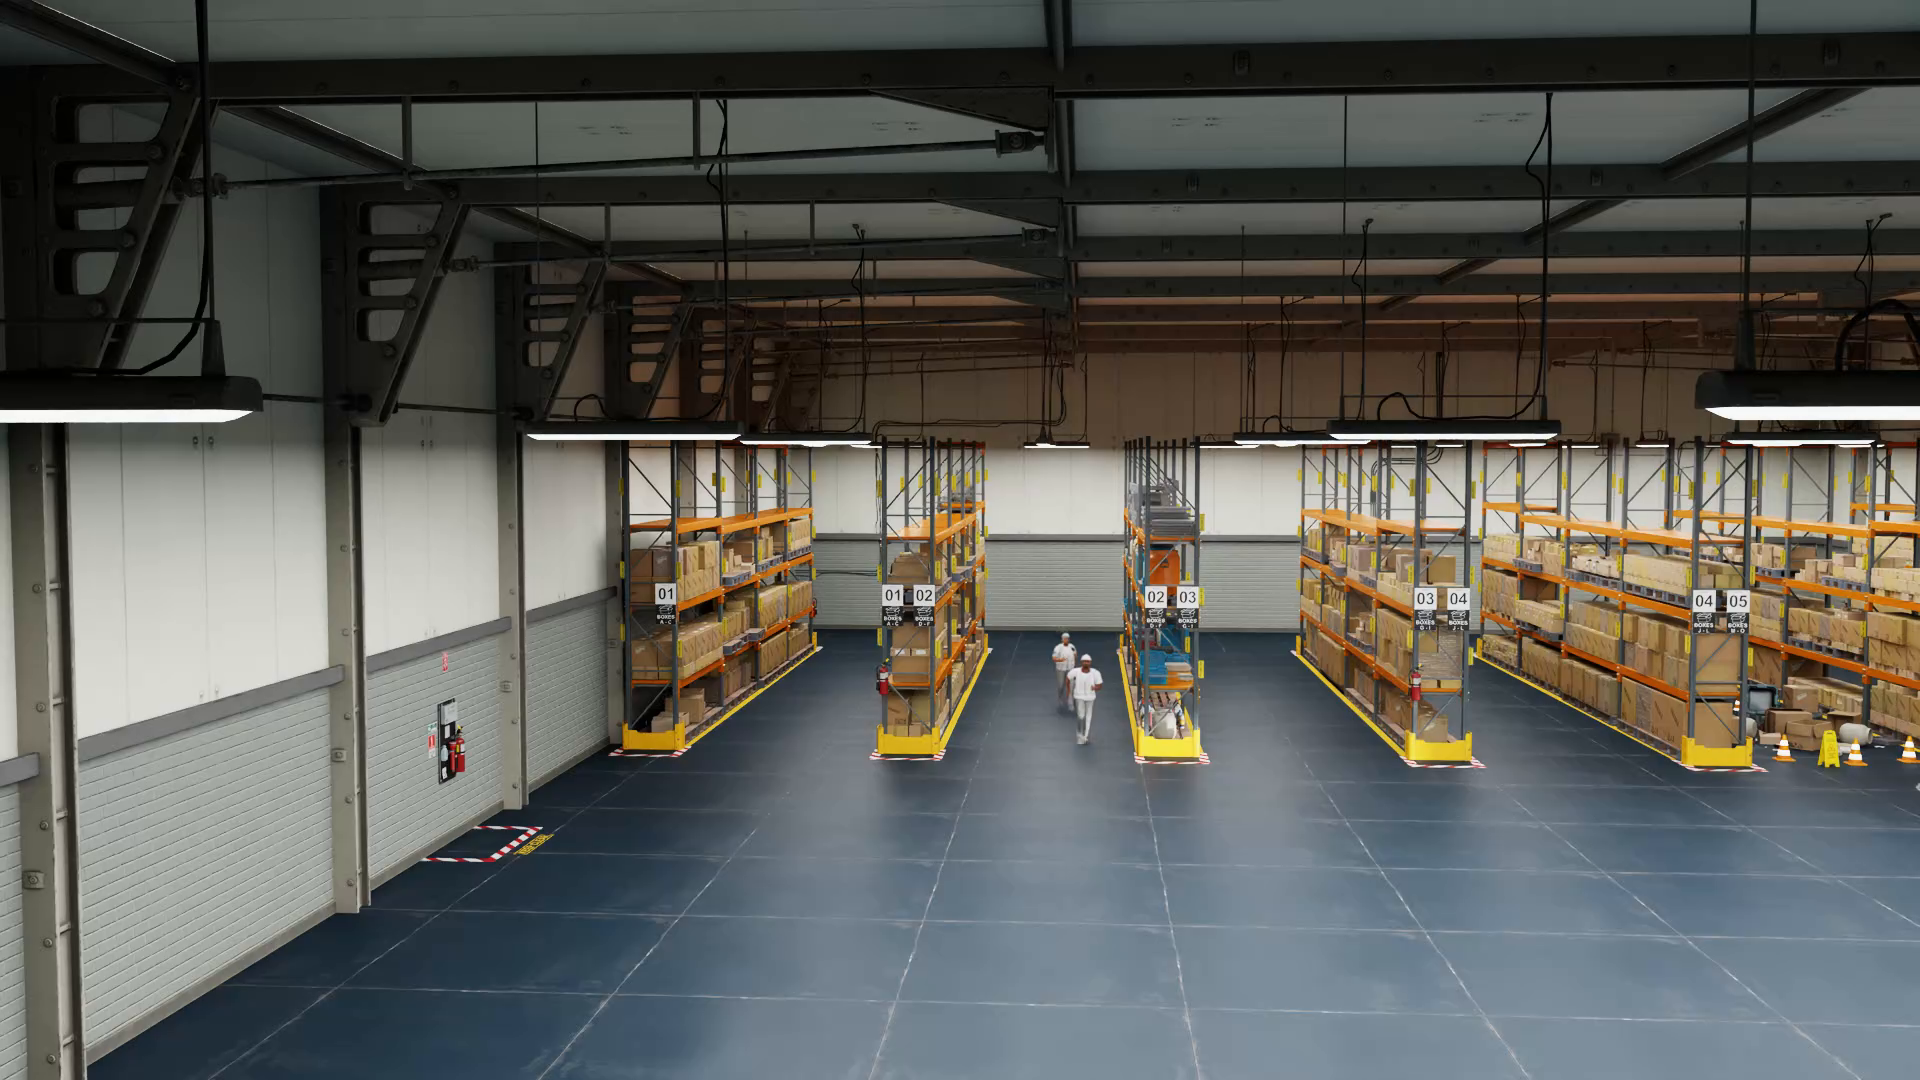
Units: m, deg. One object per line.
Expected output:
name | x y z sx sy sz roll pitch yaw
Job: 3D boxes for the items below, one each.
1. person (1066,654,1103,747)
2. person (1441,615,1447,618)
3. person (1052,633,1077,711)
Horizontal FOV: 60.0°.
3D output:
person | 2.432 3.116 32.357 0.685 1.791 0.707 0 3 -5
person | 13.145 2.511 45.133 0.547 1.597 0.739 1 3 15
person | 2.330 2.895 36.837 0.589 1.665 0.880 -1 3 -9
